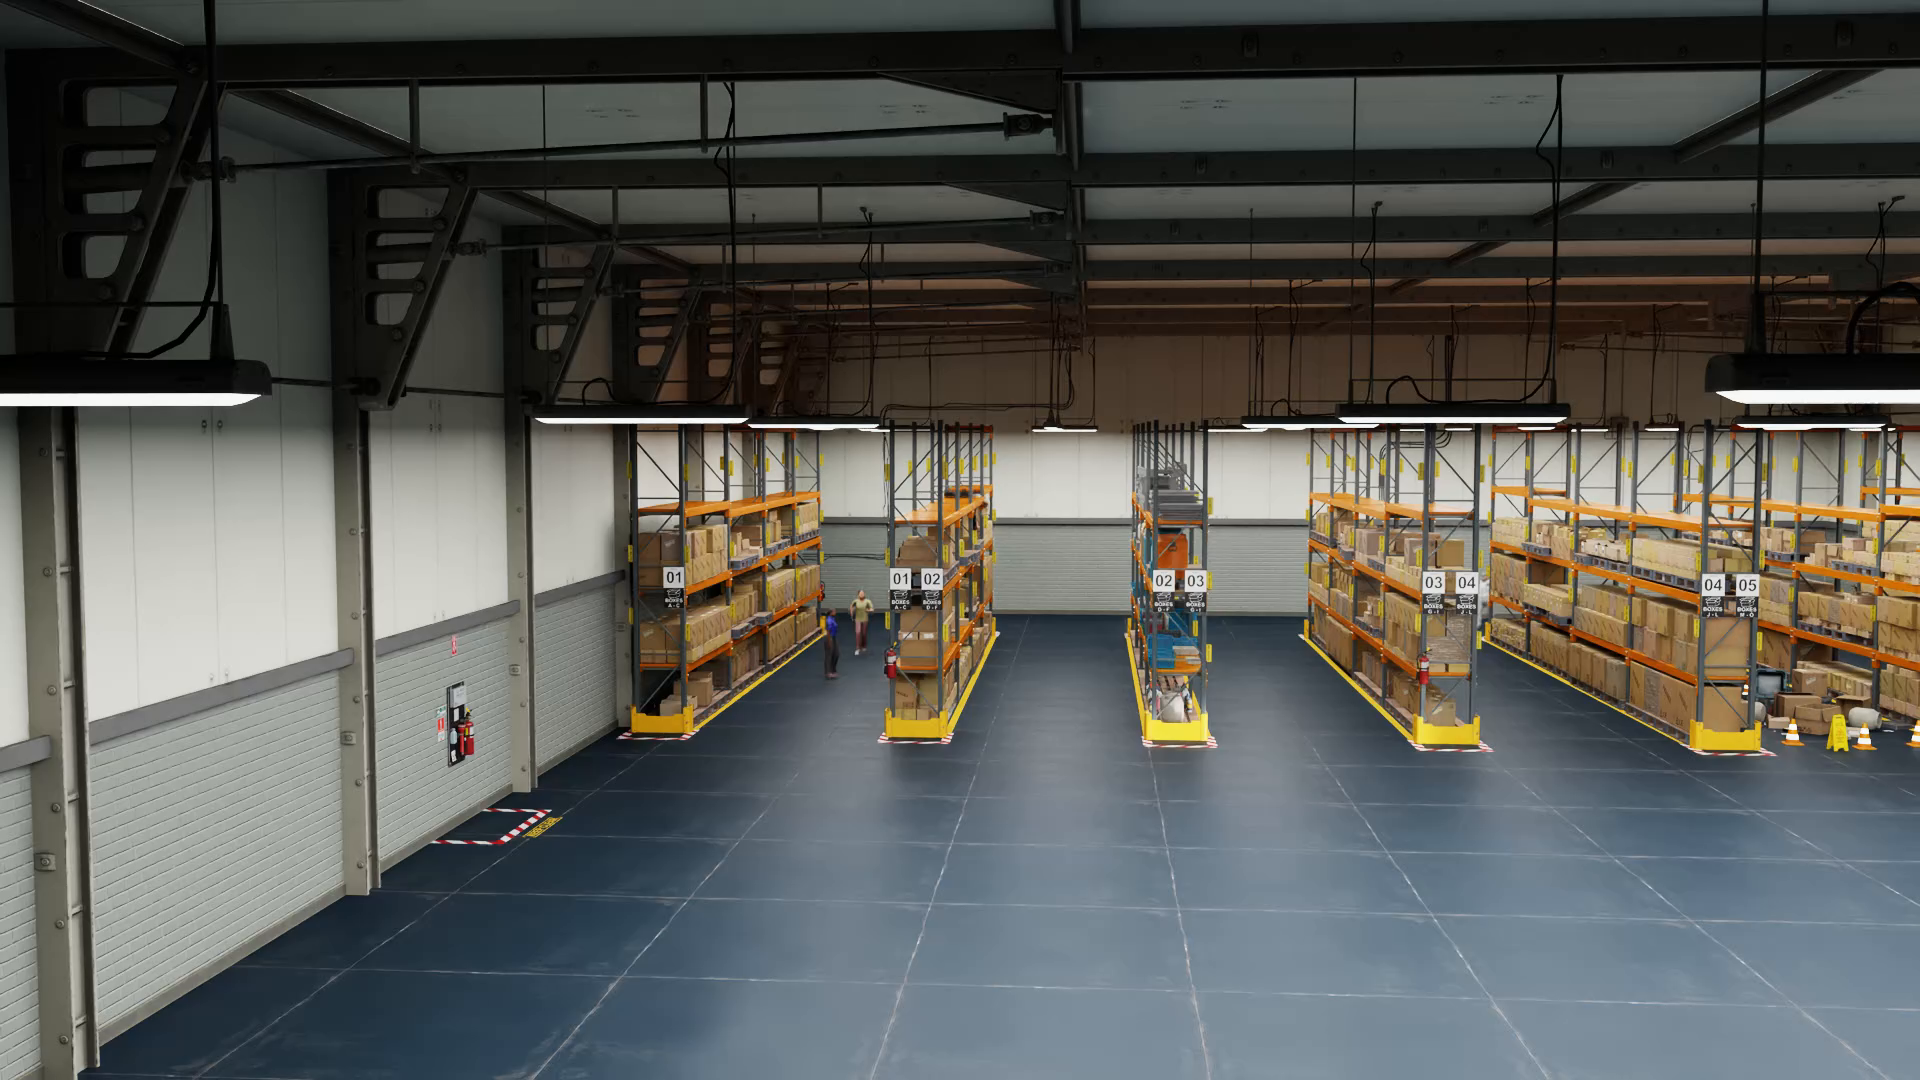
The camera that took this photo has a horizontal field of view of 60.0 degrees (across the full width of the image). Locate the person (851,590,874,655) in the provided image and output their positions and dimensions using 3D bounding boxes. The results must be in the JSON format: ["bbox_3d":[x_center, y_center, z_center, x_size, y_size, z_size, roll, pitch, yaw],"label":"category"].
[{"bbox_3d":[-2.538,2.100,42.947,0.619,1.642,0.997,0,4,2],"label":"person"}]

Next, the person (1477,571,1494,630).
[{"bbox_3d":[15.439,1.771,48.882,0.519,1.724,1.054,2,4,33],"label":"person"}]

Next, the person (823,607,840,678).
[{"bbox_3d":[-3.044,2.435,39.336,0.333,1.704,0.553,1,4,9],"label":"person"}]
